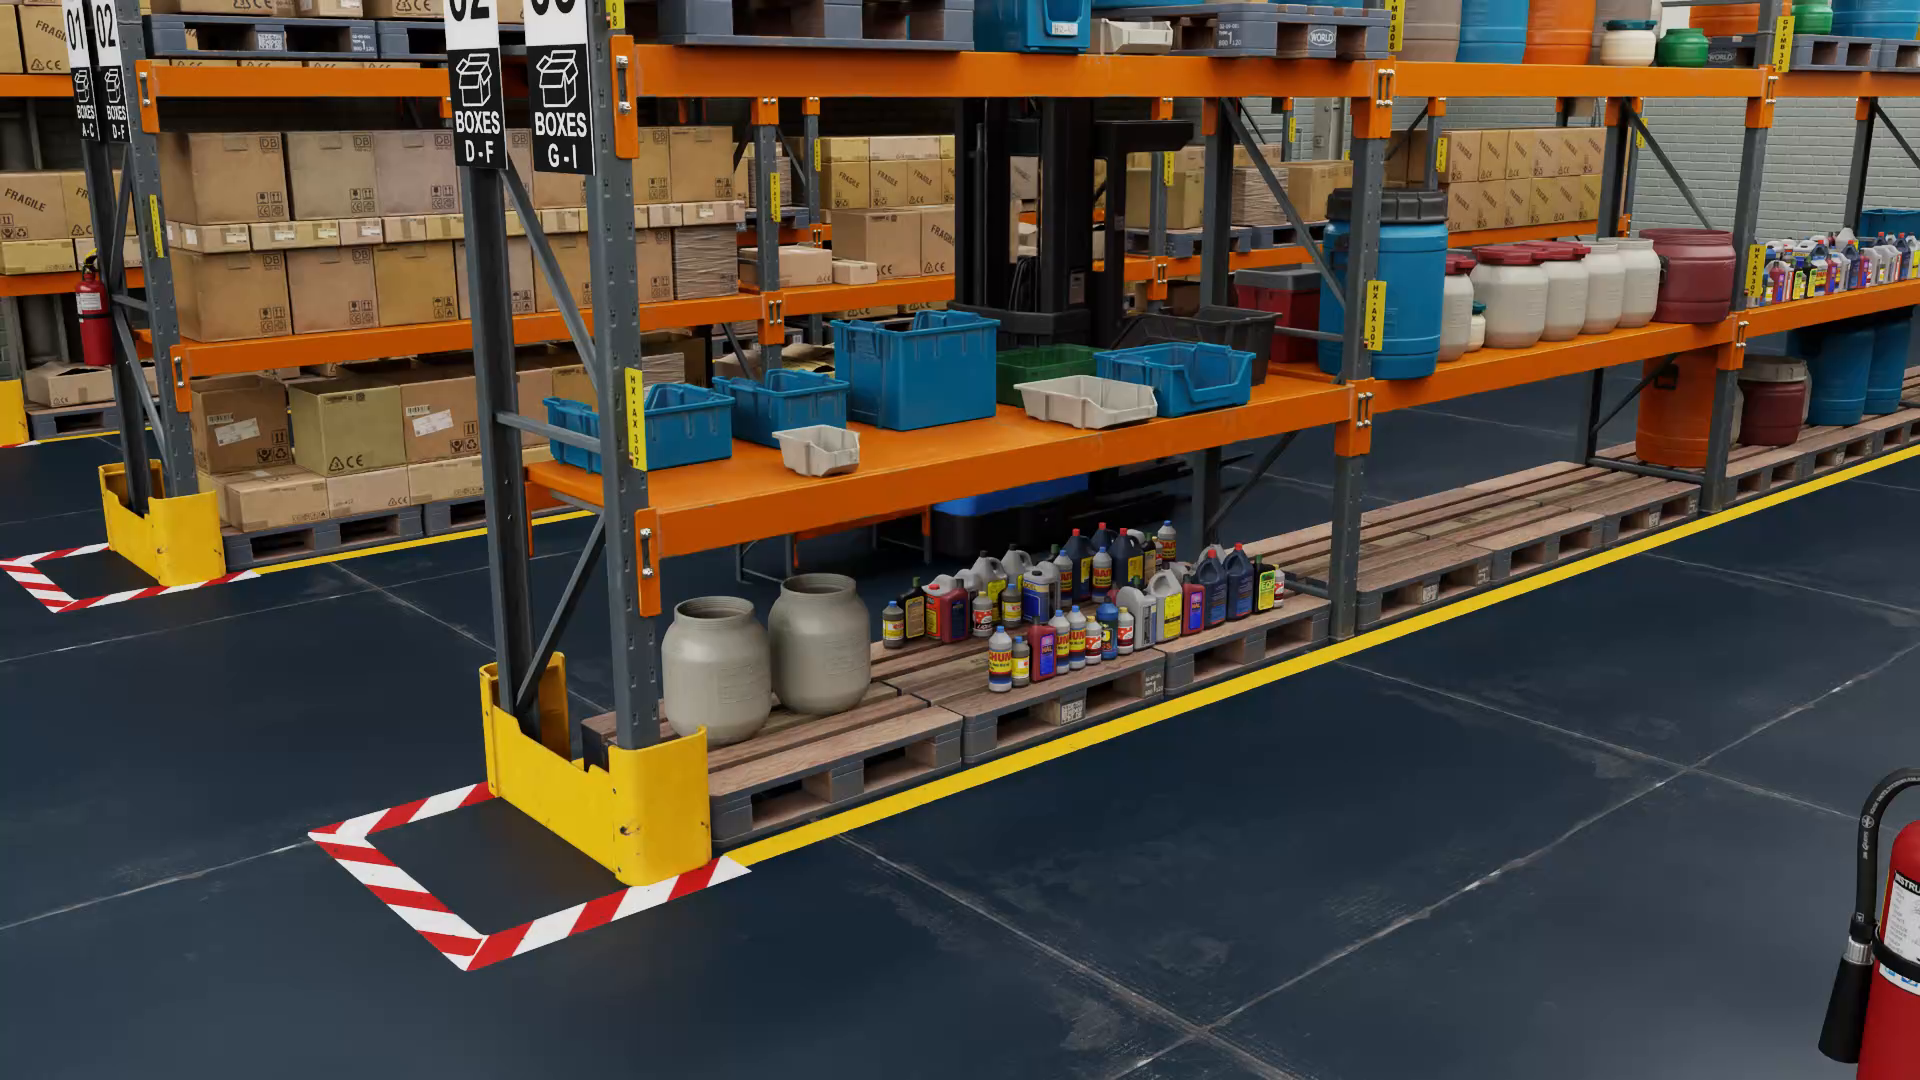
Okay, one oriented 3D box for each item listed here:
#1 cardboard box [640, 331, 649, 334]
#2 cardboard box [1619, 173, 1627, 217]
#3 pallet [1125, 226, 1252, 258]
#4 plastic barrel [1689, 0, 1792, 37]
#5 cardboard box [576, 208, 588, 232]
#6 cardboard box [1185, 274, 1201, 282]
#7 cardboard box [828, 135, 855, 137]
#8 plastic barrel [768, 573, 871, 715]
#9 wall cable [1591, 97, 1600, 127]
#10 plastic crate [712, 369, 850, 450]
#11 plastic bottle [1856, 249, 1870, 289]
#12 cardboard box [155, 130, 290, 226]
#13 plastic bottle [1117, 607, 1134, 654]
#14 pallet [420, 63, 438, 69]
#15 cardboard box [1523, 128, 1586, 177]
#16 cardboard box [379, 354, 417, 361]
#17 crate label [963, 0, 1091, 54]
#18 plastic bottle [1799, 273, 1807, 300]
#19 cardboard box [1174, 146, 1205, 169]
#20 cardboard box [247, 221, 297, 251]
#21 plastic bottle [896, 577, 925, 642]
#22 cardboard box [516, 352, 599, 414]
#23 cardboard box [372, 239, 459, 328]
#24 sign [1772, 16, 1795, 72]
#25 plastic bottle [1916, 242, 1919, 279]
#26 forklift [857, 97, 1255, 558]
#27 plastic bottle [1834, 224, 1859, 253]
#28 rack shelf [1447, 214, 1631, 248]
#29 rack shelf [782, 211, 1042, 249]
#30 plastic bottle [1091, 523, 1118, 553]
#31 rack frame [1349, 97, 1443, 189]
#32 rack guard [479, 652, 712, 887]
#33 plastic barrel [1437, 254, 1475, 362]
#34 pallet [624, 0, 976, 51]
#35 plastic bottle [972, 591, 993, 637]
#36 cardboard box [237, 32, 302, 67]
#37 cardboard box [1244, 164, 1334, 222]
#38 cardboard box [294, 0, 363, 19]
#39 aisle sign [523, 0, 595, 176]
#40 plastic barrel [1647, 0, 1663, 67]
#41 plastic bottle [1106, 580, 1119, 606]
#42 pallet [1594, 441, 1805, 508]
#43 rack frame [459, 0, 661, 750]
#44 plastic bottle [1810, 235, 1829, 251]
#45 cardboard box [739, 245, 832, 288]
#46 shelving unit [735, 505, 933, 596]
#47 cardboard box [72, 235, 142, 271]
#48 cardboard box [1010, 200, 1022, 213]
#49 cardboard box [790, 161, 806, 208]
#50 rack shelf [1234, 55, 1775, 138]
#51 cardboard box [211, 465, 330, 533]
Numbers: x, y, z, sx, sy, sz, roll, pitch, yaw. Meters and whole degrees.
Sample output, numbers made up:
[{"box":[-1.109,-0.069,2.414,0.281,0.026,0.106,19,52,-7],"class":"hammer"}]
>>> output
[{"box":[-3.575,-2.278,16.958,0.500,0.500,0.700,-12,19,-39],"class":"cardboard box"},{"box":[7.260,-3.958,19.062,0.500,0.500,0.500,-12,19,-38],"class":"cardboard box"},{"box":[1.849,-2.719,14.989,1.003,0.211,1.213,-13,19,-39],"class":"pallet"},{"box":[5.063,-3.674,10.732,0.708,0.830,0.600,-13,19,-39],"class":"plastic barrel"},{"box":[-2.467,-2.108,10.877,0.250,0.149,0.380,-13,20,-40],"class":"cardboard box"},{"box":[2.946,-3.689,22.280,0.500,0.500,0.700,-13,20,-41],"class":"cardboard box"},{"box":[-1.306,-4.425,18.743,0.500,0.250,0.500,-13,20,-41],"class":"cardboard box"},{"box":[-0.578,0.425,6.855,0.421,0.512,0.421,0,15,0],"class":"plastic barrel"},{"box":[8.666,-7.289,26.118,0.112,2.526,3.097,-13,19,-39],"class":"wall cable"},{"box":[-0.727,-0.543,6.760,0.408,0.251,0.499,-13,19,-39],"class":"plastic crate"},{"box":[6.488,-1.952,11.973,0.133,0.283,0.061,-13,19,-39],"class":"plastic bottle"},{"box":[-4.250,-2.089,9.550,0.500,0.500,0.700,-13,19,-39],"class":"cardboard box"},{"box":[0.734,0.403,7.498,0.097,0.201,0.097,0,15,0],"class":"plastic bottle"},{"box":[-4.352,-4.412,15.506,1.003,0.211,1.213,-13,19,-39],"class":"pallet"},{"box":[6.495,-4.267,18.279,0.500,0.500,0.500,-12,19,-38],"class":"cardboard box"},{"box":[-5.272,-1.717,15.502,0.380,0.166,0.250,13,20,40],"class":"cardboard box"},{"box":[0.227,-1.993,6.376,0.408,0.251,0.502,-13,19,-39],"class":"crate label"},{"box":[5.727,-1.748,11.367,0.097,0.201,0.097,0,15,0],"class":"plastic bottle"},{"box":[2.664,-4.806,21.849,0.700,0.700,0.980,-14,20,-42],"class":"cardboard box"},{"box":[-4.016,-1.760,9.574,0.250,0.149,0.380,-13,20,-41],"class":"cardboard box"},{"box":[-0.228,0.317,7.663,0.133,0.283,0.061,-12,19,-38],"class":"plastic bottle"},{"box":[-2.599,-0.954,11.068,0.500,0.500,0.500,-13,19,-39],"class":"cardboard box"},{"box":[-3.519,-1.626,10.331,0.500,0.500,0.700,-12,19,-39],"class":"cardboard box"},{"box":[4.999,-3.011,10.101,0.005,0.325,0.100,-13,19,-39],"class":"sign"},{"box":[7.290,-2.145,12.706,0.135,0.276,0.152,-13,19,-39],"class":"plastic bottle"},{"box":[0.758,-1.605,10.581,3.031,2.935,1.130,-14,20,-42],"class":"forklift"},{"box":[7.142,-2.369,13.401,0.185,0.351,0.144,-13,19,-39],"class":"plastic bottle"},{"box":[5.910,-3.352,18.381,4.000,0.370,1.077,-13,19,-39],"class":"rack shelf"},{"box":[-0.362,-3.638,19.453,4.000,0.370,1.077,-13,19,-39],"class":"rack shelf"},{"box":[0.734,0.082,8.410,0.185,0.351,0.144,-12,19,-38],"class":"plastic bottle"},{"box":[4.402,-3.361,17.020,0.127,3.000,1.000,-13,19,-39],"class":"rack frame"},{"box":[-1.376,0.822,6.202,0.348,0.500,1.175,-13,19,-39],"class":"rack guard"},{"box":[2.481,-1.226,8.763,0.433,0.535,0.433,0,15,0],"class":"plastic barrel"},{"box":[-0.714,-1.842,5.888,1.213,0.211,1.003,-13,19,-39],"class":"pallet"},{"box":[0.104,0.340,7.735,0.097,0.201,0.097,0,15,0],"class":"plastic bottle"},{"box":[-5.890,-4.159,13.961,0.500,0.500,0.500,-14,20,-41],"class":"cardboard box"},{"box":[3.109,-3.301,15.788,0.700,0.500,0.500,10,18,33],"class":"cardboard box"},{"box":[-3.648,-3.091,9.600,0.250,0.149,0.380,-13,19,-39],"class":"cardboard box"},{"box":[-1.264,-1.550,5.203,0.004,0.787,0.394,-13,19,-39],"class":"aisle sign"},{"box":[4.197,-3.229,10.496,0.421,0.512,0.421,0,15,0],"class":"plastic barrel"},{"box":[0.735,0.318,7.660,0.133,0.283,0.061,-13,19,-39],"class":"plastic bottle"},{"box":[5.200,-0.513,11.761,1.213,0.211,1.003,-13,19,-39],"class":"pallet"},{"box":[-1.402,-0.363,5.797,0.127,3.000,1.000,-13,19,-39],"class":"rack frame"},{"box":[6.775,-2.270,13.176,0.135,0.276,0.152,-13,19,-39],"class":"plastic bottle"},{"box":[-1.291,-2.025,12.310,0.500,0.250,0.500,-11,19,-36],"class":"cardboard box"},{"box":[-0.711,-0.358,9.410,1.048,1.125,0.538,-14,20,-42],"class":"shelving unit"},{"box":[-6.947,-2.341,13.452,0.500,0.250,0.500,-13,20,-41],"class":"cardboard box"},{"box":[0.517,-3.962,19.718,0.250,0.149,0.380,-13,19,-39],"class":"cardboard box"},{"box":[-1.687,-3.980,18.529,0.500,0.500,0.500,-12,19,-39],"class":"cardboard box"},{"box":[3.124,-2.481,9.308,4.000,0.370,1.077,-13,19,-39],"class":"rack shelf"},{"box":[-4.100,-0.250,9.888,0.500,0.250,0.500,-13,19,-39],"class":"cardboard box"}]
